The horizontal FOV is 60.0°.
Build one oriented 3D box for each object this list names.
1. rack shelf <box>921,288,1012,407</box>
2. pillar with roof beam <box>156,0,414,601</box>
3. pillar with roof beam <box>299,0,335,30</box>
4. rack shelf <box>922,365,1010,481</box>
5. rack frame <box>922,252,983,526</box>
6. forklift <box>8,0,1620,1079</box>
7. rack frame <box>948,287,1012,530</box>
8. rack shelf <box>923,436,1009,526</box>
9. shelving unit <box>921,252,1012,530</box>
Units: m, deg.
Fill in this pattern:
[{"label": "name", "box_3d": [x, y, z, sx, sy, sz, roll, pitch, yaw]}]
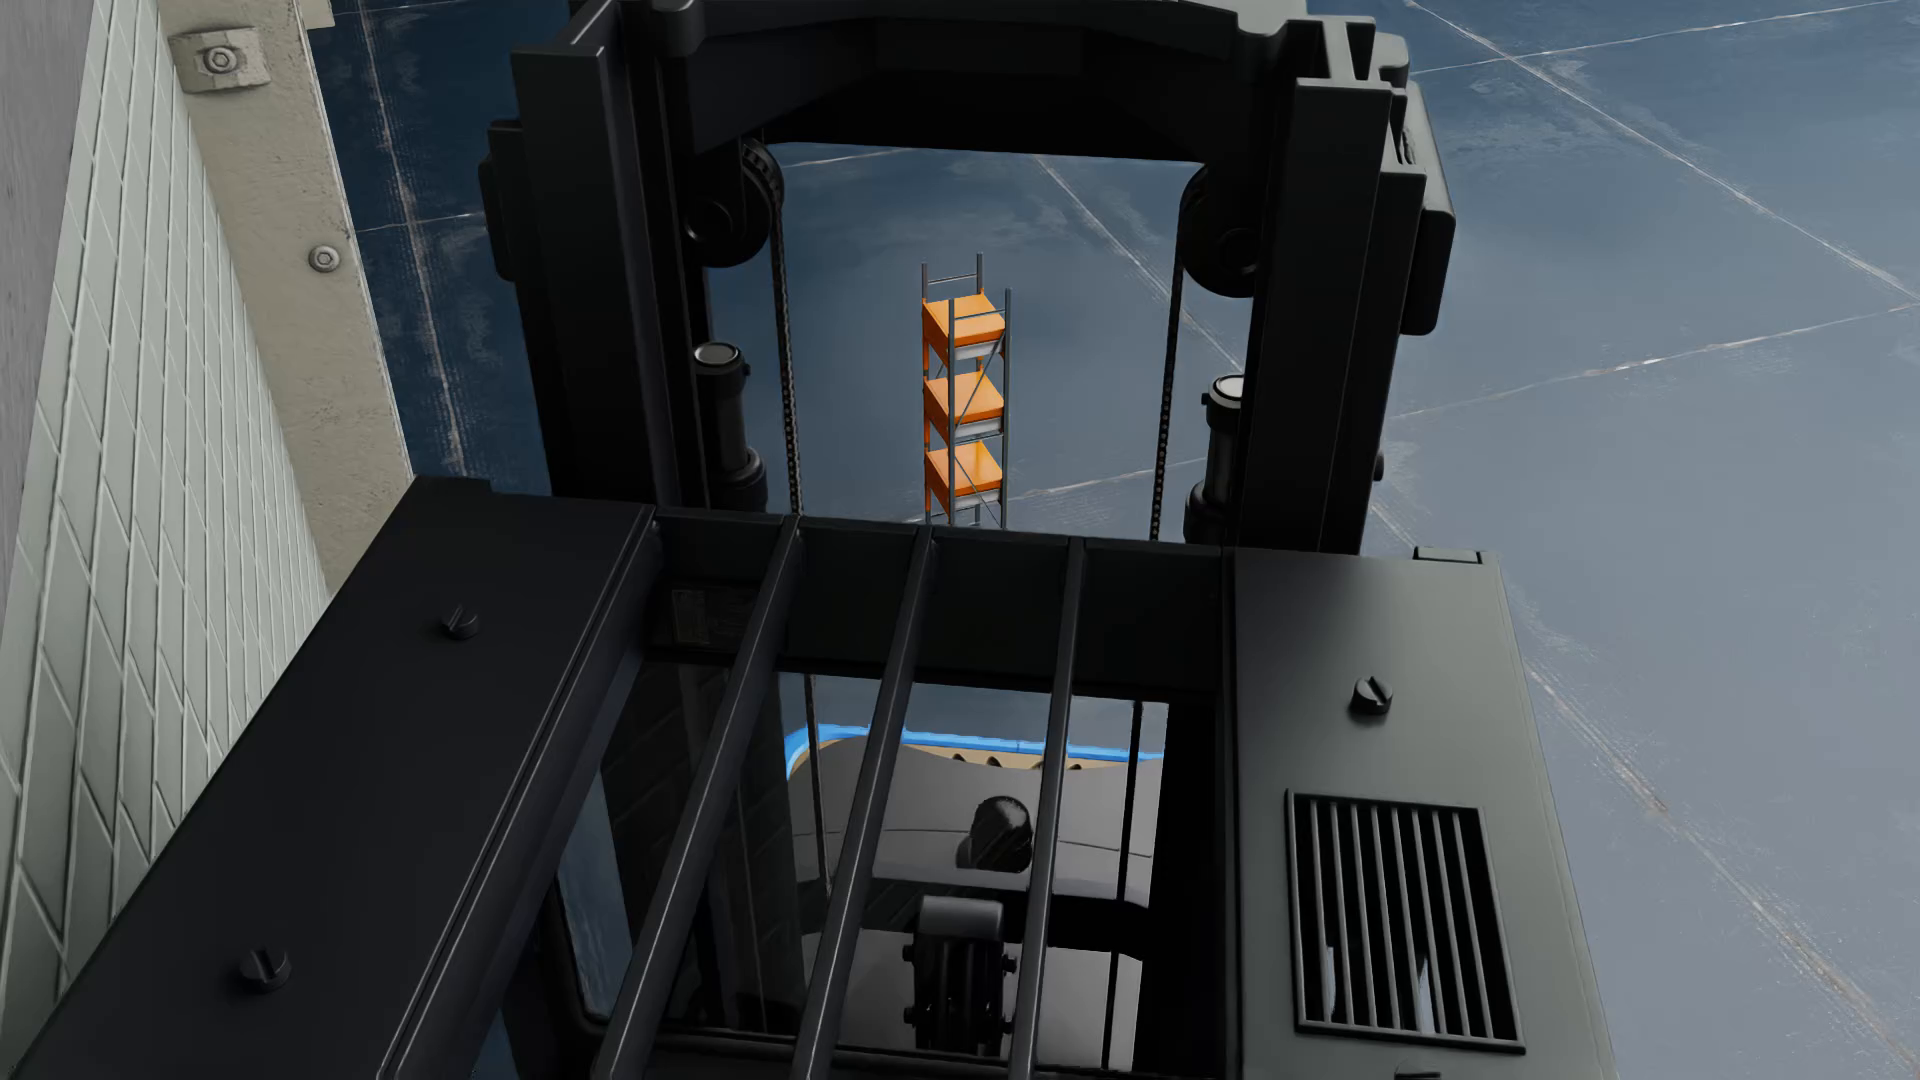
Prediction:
[{"label": "rack shelf", "box_3d": [0.018, -0.607, 5.230, 0.215, 0.259, 0.240, -12, 39, -16]}, {"label": "pillar with roof beam", "box_3d": [2.229, -4.190, 3.833, 9.100, 9.000, 0.400, -12, 39, -16]}, {"label": "pillar with roof beam", "box_3d": [0.164, -7.580, 8.333, 9.100, 9.000, 0.400, -12, 39, -16]}, {"label": "rack shelf", "box_3d": [0.018, -0.381, 5.400, 0.215, 0.259, 0.240, -12, 39, -16]}, {"label": "rack frame", "box_3d": [-0.024, -0.458, 5.486, 0.200, 1.050, 0.008, -12, 39, -16]}, {"label": "forklift", "box_3d": [-0.057, 0.974, 2.021, 1.130, 2.935, 3.031, 4, 37, 6]}, {"label": "rack frame", "box_3d": [0.060, -0.320, 5.303, 0.200, 1.050, 0.008, -12, 39, -16]}, {"label": "rack shelf", "box_3d": [0.018, -0.159, 5.568, 0.215, 0.259, 0.240, -12, 39, -16]}, {"label": "shelving unit", "box_3d": [0.018, -0.389, 5.394, 0.215, 1.050, 0.252, -12, 39, -16]}]
